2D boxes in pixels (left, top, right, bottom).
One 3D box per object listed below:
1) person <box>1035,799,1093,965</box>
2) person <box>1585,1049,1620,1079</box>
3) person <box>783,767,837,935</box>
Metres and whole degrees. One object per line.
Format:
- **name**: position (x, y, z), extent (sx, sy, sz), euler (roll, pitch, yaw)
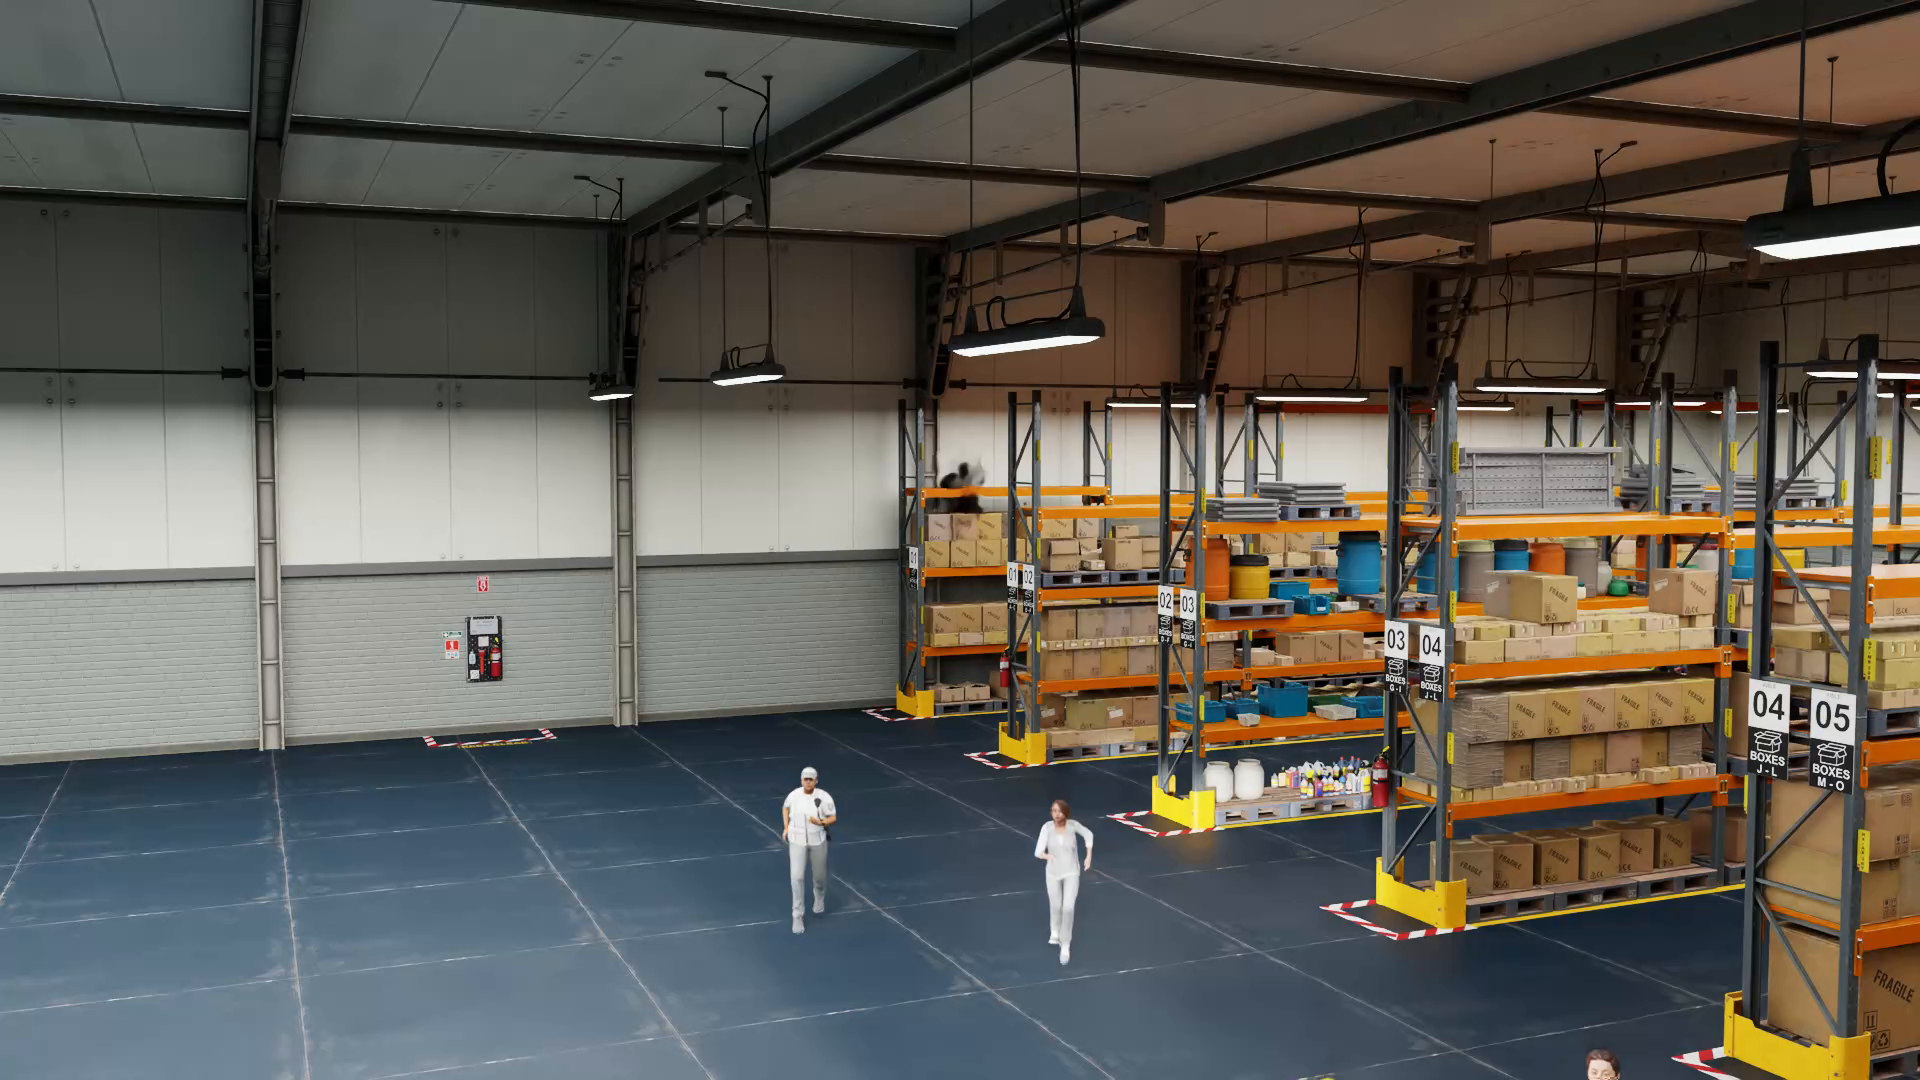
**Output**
- **person**: position (1.039, 3.388, 16.671), extent (0.546, 1.619, 0.830), euler (1, 3, 11)
- **person**: position (3.745, 3.766, 9.618), extent (0.576, 1.706, 0.878), euler (2, 4, 25)
- **person**: position (-1.618, 3.275, 17.831), extent (0.594, 1.696, 0.860), euler (0, 3, -2)
